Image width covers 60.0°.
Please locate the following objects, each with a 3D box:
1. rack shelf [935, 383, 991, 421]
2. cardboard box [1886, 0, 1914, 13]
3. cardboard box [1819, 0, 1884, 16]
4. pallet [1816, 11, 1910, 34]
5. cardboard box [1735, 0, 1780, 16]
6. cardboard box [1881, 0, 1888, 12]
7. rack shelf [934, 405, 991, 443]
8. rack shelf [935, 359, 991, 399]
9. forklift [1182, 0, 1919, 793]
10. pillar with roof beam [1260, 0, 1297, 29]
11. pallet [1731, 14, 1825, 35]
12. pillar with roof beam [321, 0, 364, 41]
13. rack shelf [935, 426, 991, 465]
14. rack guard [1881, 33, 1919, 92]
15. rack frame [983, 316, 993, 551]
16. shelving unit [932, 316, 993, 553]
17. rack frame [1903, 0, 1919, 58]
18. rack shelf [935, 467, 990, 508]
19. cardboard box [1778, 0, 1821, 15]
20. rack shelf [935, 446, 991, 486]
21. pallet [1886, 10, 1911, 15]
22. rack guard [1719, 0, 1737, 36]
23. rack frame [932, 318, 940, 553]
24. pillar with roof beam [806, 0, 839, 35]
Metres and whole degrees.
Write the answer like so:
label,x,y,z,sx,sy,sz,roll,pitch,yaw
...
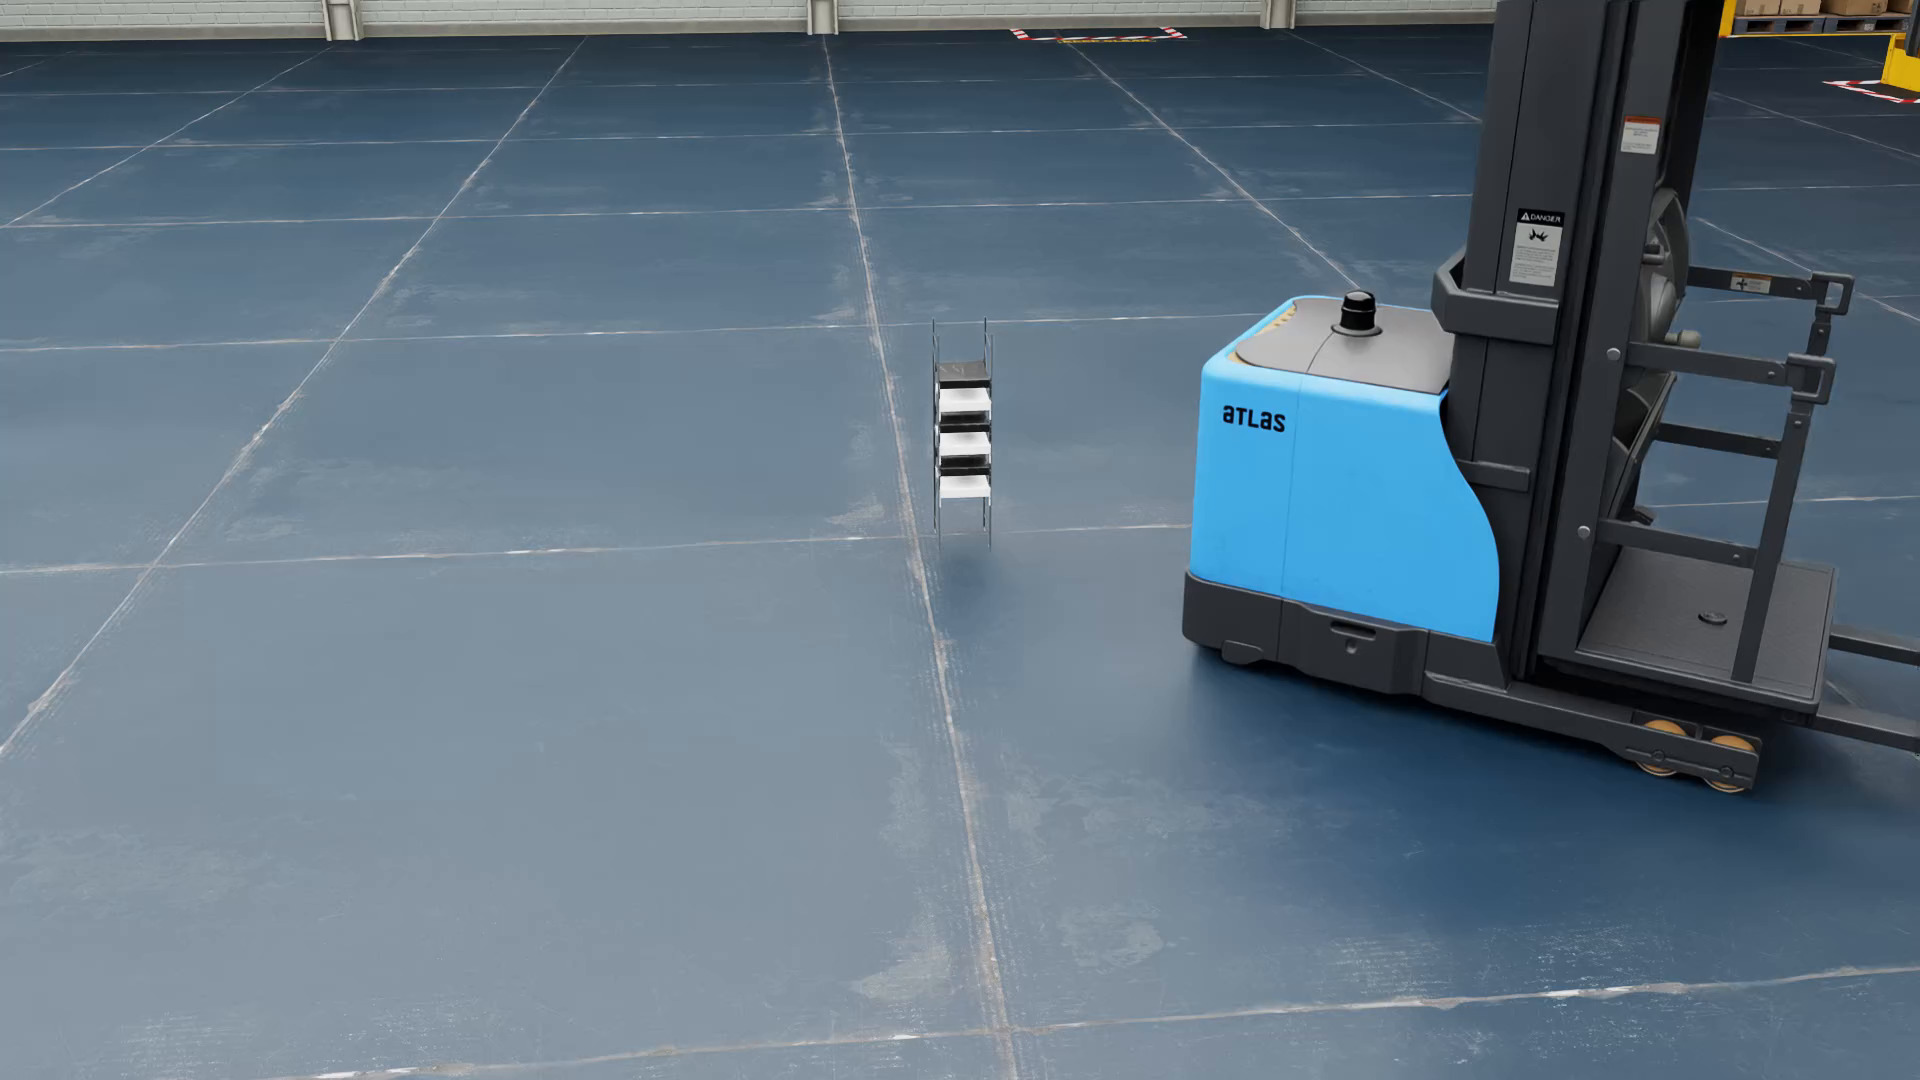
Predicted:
label,x,y,z,sx,sy,sz,roll,pitch,yaw
rack shelf,0.008,-0.546,6.508,0.200,0.077,0.258,-2,24,-5
cardboard box,12.510,-7.191,21.772,0.500,0.500,0.500,-4,24,-9
cardboard box,11.558,-7.112,21.595,0.500,0.500,0.700,-4,24,-8
pallet,11.657,-6.825,21.845,1.213,0.211,1.003,-2,24,-5
cardboard box,10.256,-6.994,21.562,0.500,0.311,0.500,-5,24,-11
cardboard box,11.946,-7.033,21.848,0.250,0.149,0.380,-4,24,-9
rack shelf,0.008,-0.463,6.545,0.200,0.077,0.258,-2,24,-5
rack shelf,0.008,-0.628,6.472,0.200,0.077,0.258,-2,24,-5
forklift,2.322,-0.823,4.992,3.031,2.935,1.130,13,27,26
pillar with roof beam,4.622,-9.170,16.302,0.400,9.000,9.100,-2,24,-5
pallet,10.446,-6.778,21.738,1.213,0.211,1.003,-2,24,-5
pillar with roof beam,-7.320,-8.691,15.224,0.400,9.000,9.100,-2,24,-5
rack shelf,0.008,-0.381,6.581,0.200,0.077,0.258,-2,24,-5
rack guard,10.025,-4.885,17.126,0.348,0.500,1.175,-2,24,-5
rack frame,0.109,-0.416,6.577,0.006,0.900,0.240,-2,24,-5
shelving unit,0.008,-0.412,6.568,0.210,0.900,0.258,-2,24,-5
rack frame,10.049,-6.028,16.620,0.127,3.000,1.000,-2,24,-5
rack shelf,0.008,-0.217,6.655,0.200,0.077,0.258,-2,24,-5
cardboard box,10.823,-7.017,21.613,0.500,0.311,0.500,0,24,-1
rack shelf,0.008,-0.299,6.618,0.200,0.077,0.258,-2,24,-5
pallet,12.874,-6.875,21.958,1.213,0.211,1.003,-2,24,-5
rack guard,9.634,-6.891,21.639,0.348,0.500,1.175,-2,24,-5
rack frame,-0.093,-0.407,6.559,0.006,0.900,0.240,-2,24,-5
pillar with roof beam,-1.349,-8.930,15.763,0.400,9.000,9.100,-2,24,-5
